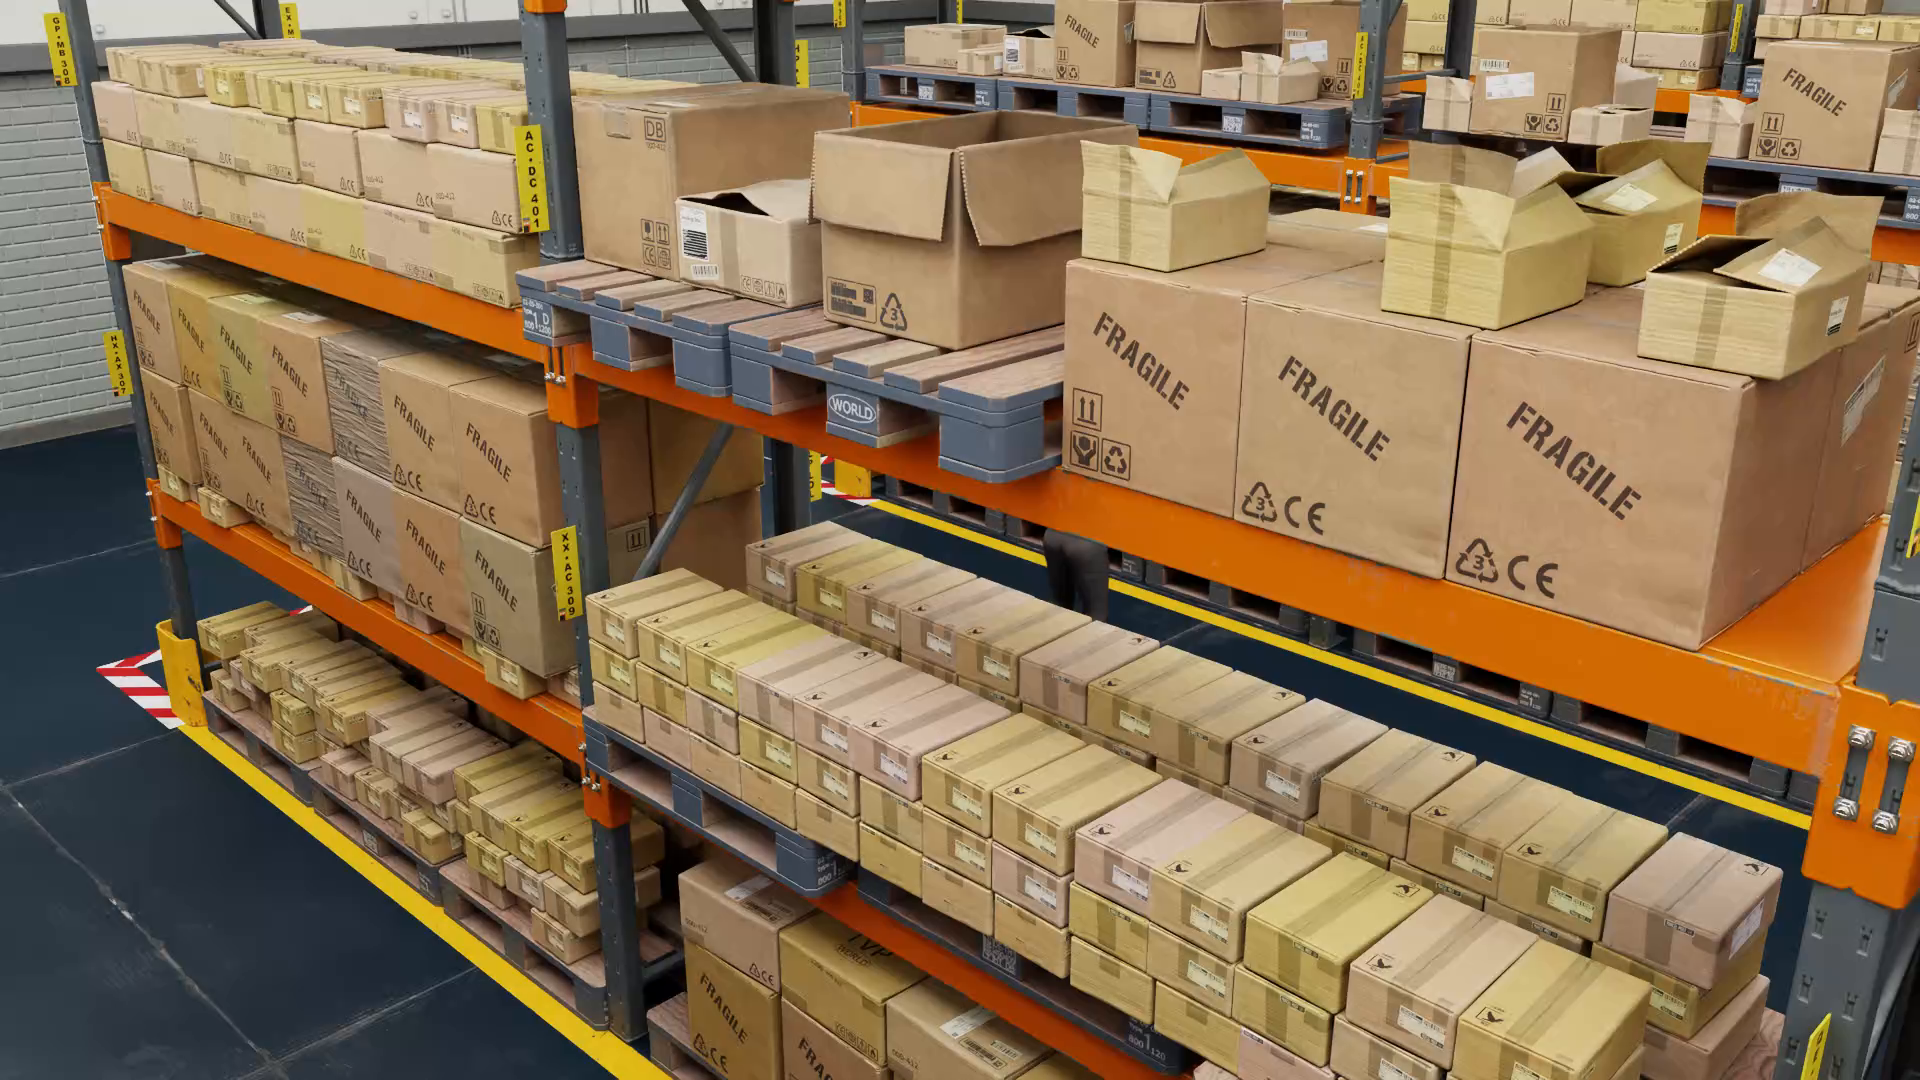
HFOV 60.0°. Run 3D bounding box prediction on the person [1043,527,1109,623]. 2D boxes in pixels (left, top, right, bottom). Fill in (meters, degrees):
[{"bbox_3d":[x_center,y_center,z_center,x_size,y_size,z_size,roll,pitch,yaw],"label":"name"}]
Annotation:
[{"bbox_3d":[0.683,0.015,9.060,0.449,1.646,0.514,19,28,41],"label":"person"}]
